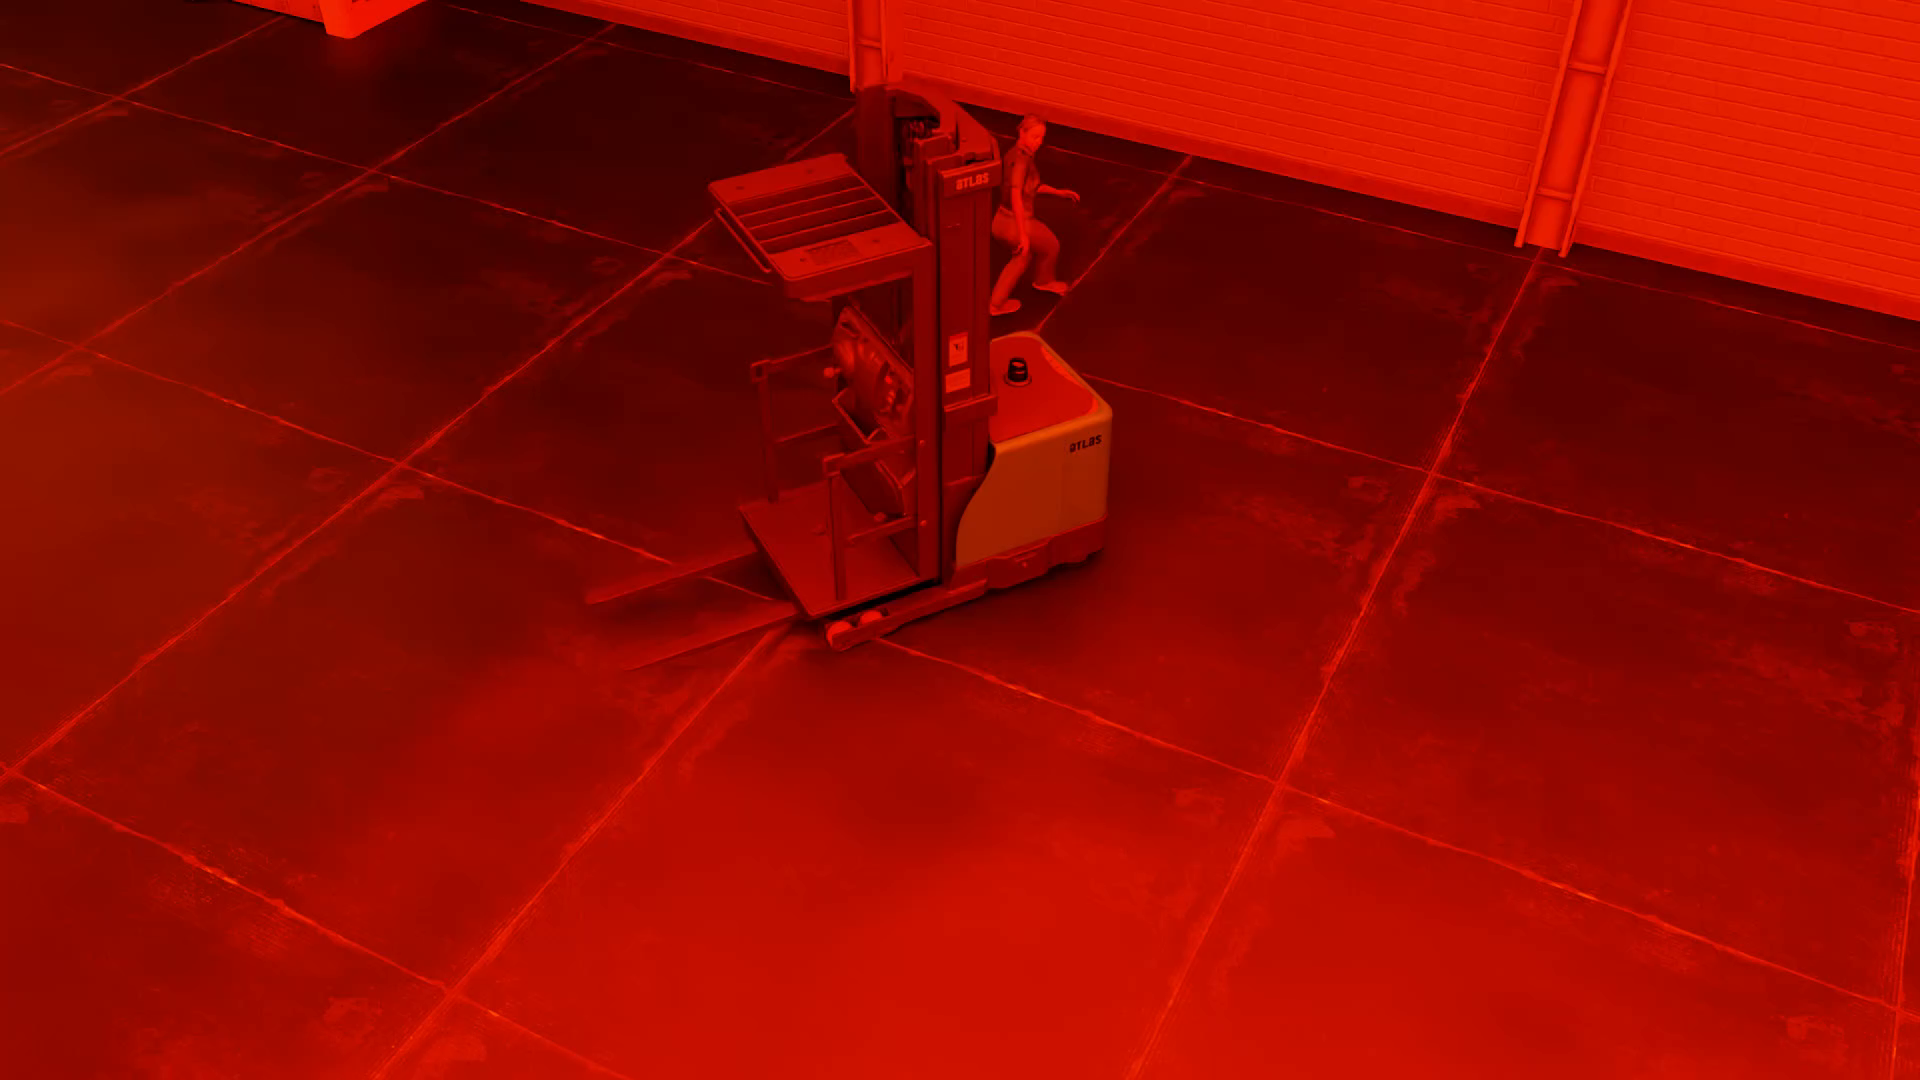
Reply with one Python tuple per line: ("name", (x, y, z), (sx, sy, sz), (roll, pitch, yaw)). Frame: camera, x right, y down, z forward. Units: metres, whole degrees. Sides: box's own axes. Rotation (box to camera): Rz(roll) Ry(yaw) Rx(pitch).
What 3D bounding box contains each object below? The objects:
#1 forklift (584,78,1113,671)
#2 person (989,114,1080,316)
("forklift", (-0.658, -0.879, 9.030), (3.031, 2.935, 1.130), (-19, 44, -21))
("person", (0.567, -2.267, 11.806), (0.744, 1.501, 0.688), (-19, 44, -22))
